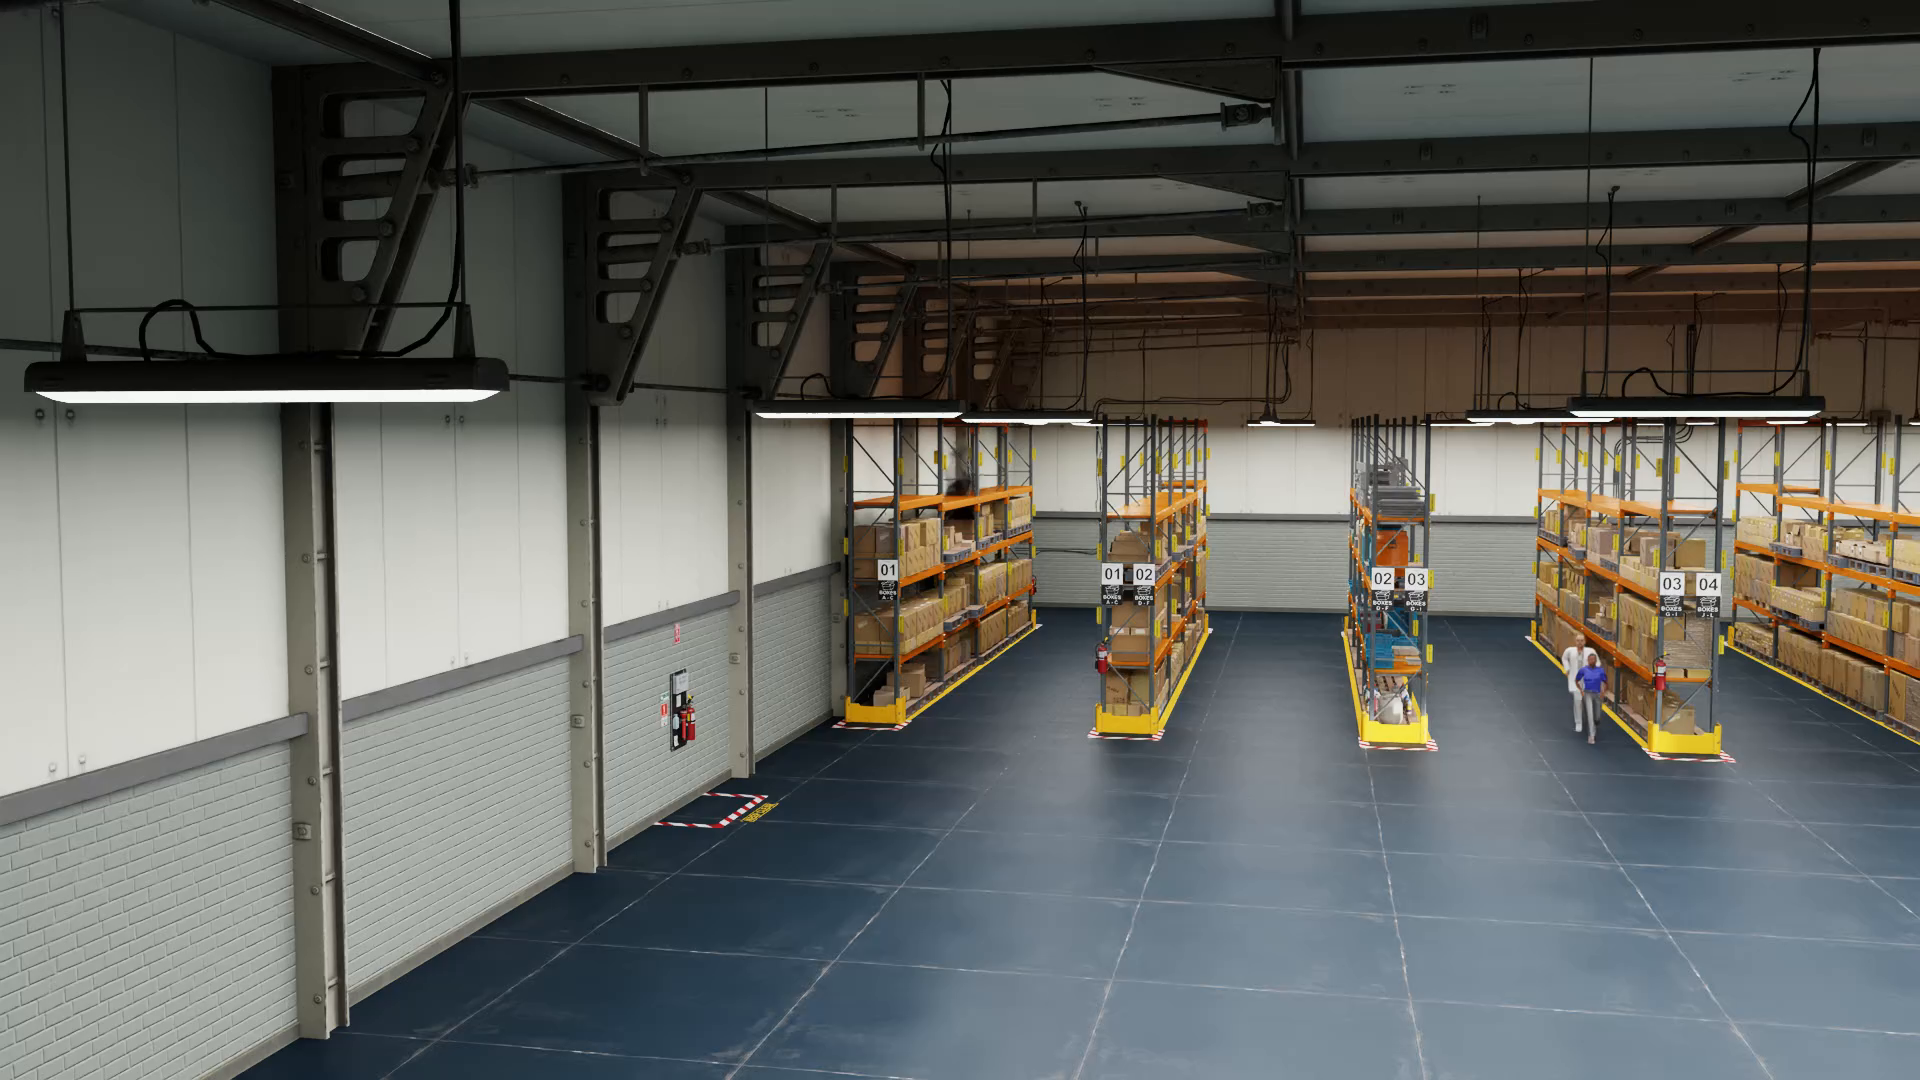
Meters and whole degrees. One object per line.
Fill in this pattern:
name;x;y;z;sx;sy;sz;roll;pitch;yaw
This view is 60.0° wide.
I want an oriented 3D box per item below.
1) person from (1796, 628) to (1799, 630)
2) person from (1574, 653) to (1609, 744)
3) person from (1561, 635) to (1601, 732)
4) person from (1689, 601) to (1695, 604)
person;22.677;1.847;44.909;0.659;1.763;0.625;1;4;13
person;11.573;2.883;30.484;0.593;1.605;0.704;1;4;14
person;11.893;2.811;31.848;0.686;1.602;0.987;1;4;14
person;19.497;1.979;44.542;0.620;1.598;0.611;-3;5;-34
